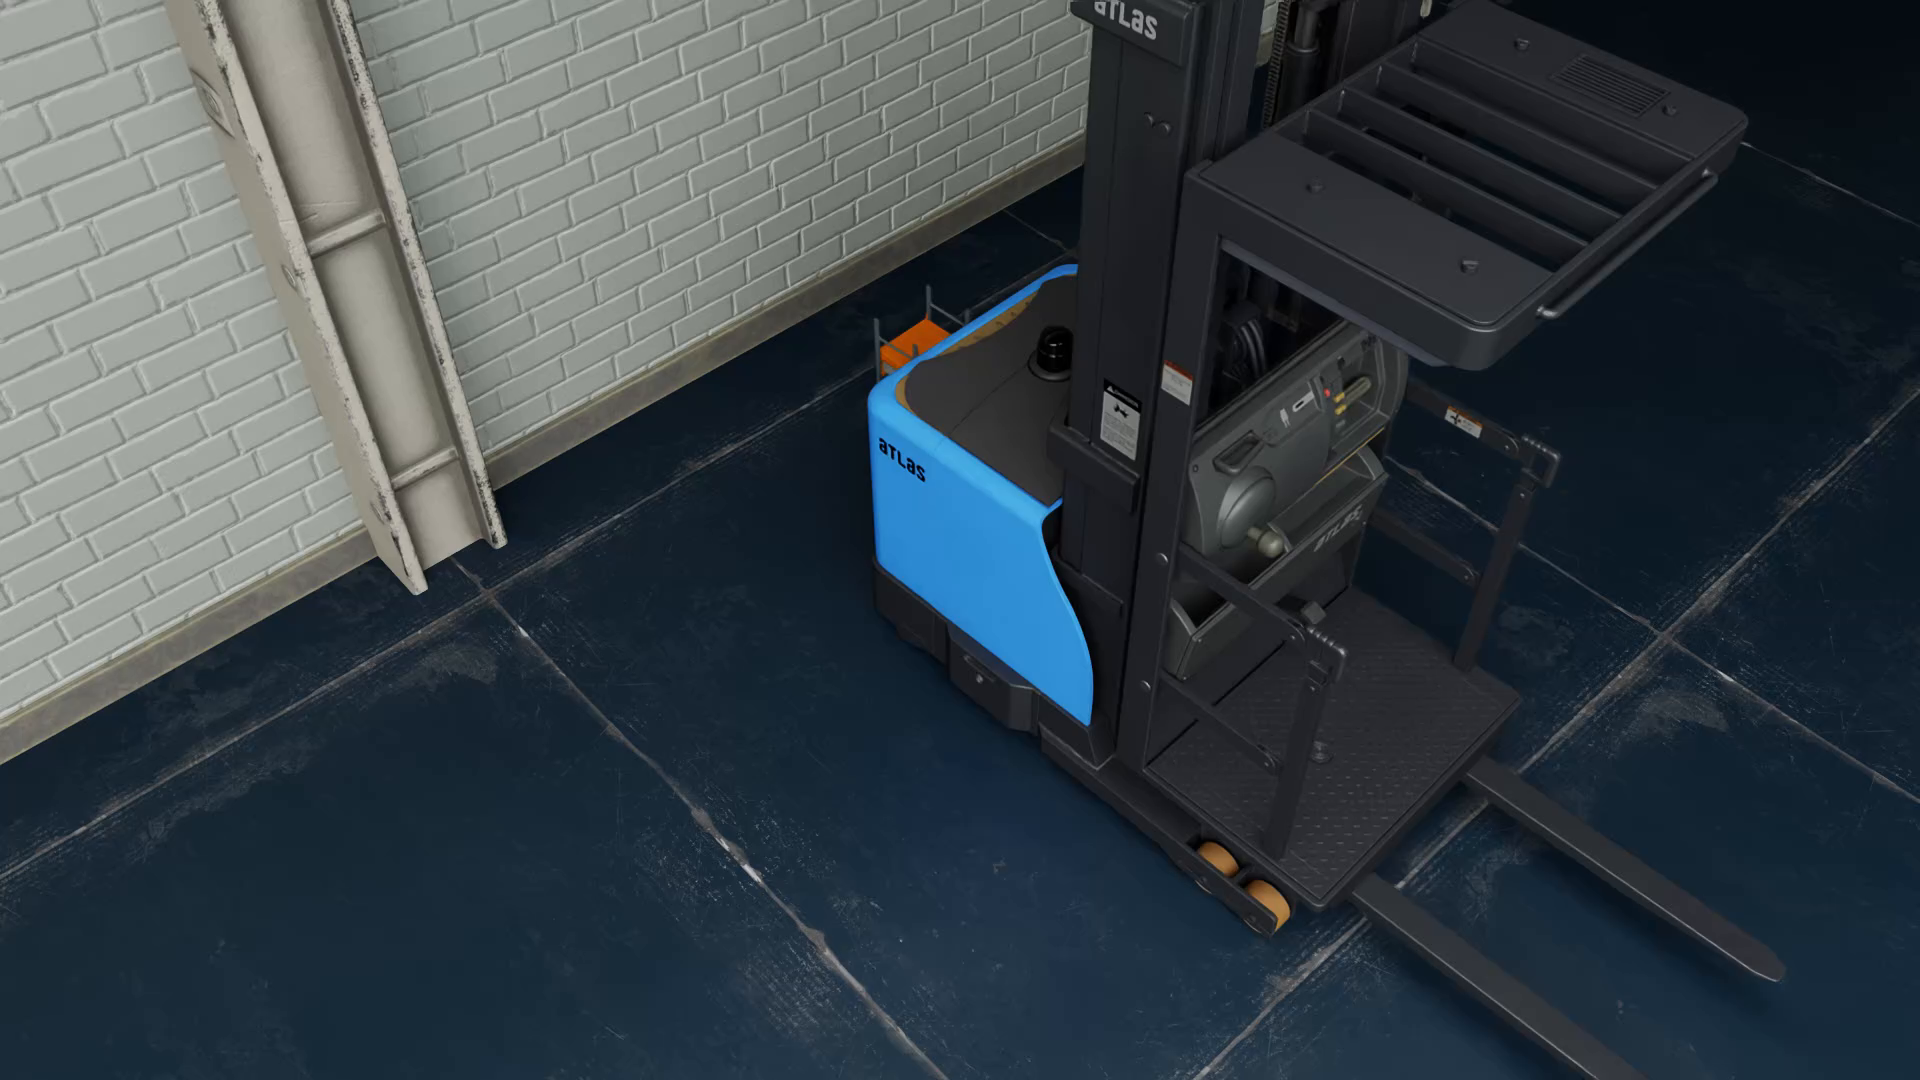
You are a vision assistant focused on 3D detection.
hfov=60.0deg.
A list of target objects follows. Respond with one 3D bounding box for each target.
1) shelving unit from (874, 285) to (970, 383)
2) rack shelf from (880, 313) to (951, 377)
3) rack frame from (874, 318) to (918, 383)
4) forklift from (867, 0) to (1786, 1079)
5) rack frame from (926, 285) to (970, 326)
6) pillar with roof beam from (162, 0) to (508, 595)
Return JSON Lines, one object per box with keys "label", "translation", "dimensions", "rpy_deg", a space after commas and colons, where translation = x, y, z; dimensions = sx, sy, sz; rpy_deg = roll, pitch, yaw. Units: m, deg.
{"label": "shelving unit", "translation": [-0.126, -0.390, 5.896], "dimensions": [0.215, 1.050, 0.252], "rpy_deg": [36, 57, 28]}
{"label": "rack shelf", "translation": [-0.126, -0.575, 5.695], "dimensions": [0.215, 0.259, 0.240], "rpy_deg": [36, 57, 28]}
{"label": "rack frame", "translation": [-0.211, -0.326, 5.836], "dimensions": [0.200, 1.050, 0.008], "rpy_deg": [36, 57, 28]}
{"label": "forklift", "translation": [1.086, -0.219, 4.457], "dimensions": [1.130, 2.935, 3.031], "rpy_deg": [-36, 57, -29]}
{"label": "rack frame", "translation": [-0.040, -0.454, 5.955], "dimensions": [0.200, 1.050, 0.008], "rpy_deg": [36, 57, 28]}
{"label": "pillar with roof beam", "translation": [0.953, -0.688, 0.762], "dimensions": [0.400, 9.000, 9.100], "rpy_deg": [-34, 56, -27]}
